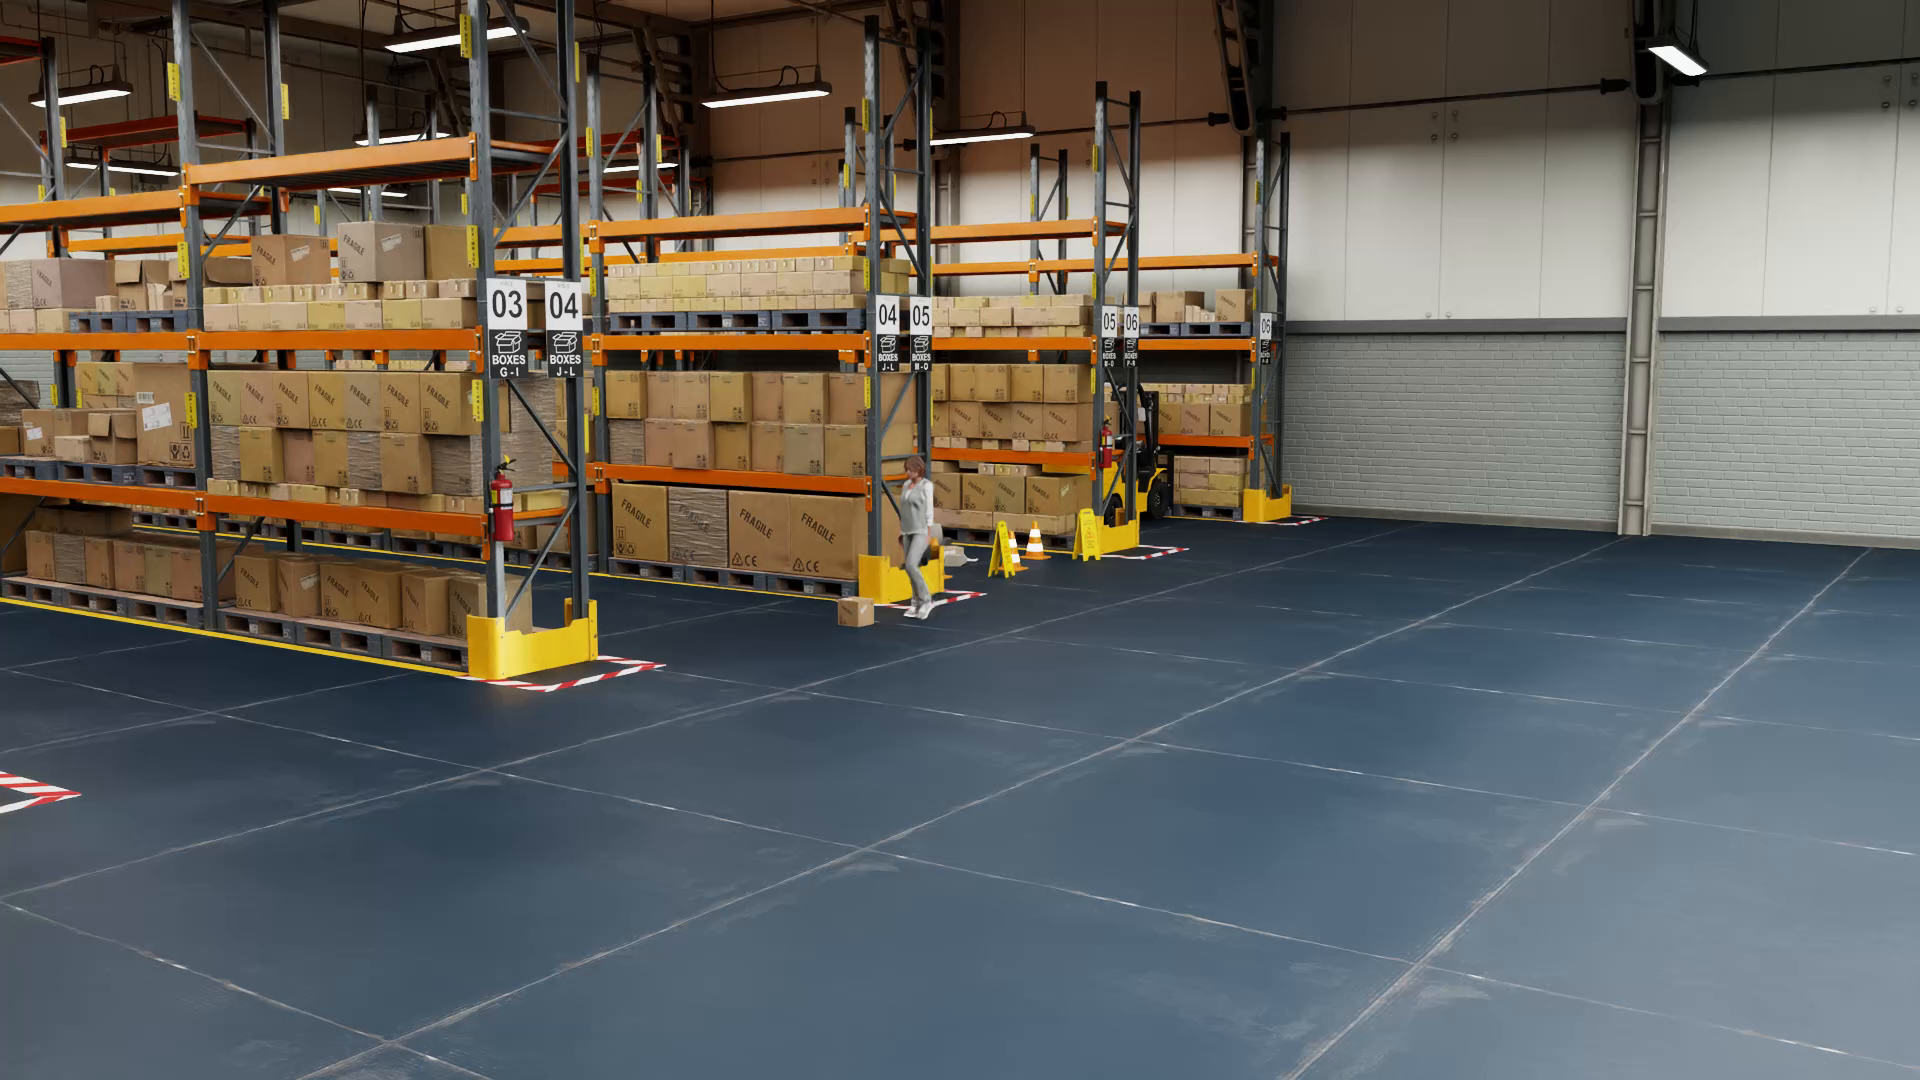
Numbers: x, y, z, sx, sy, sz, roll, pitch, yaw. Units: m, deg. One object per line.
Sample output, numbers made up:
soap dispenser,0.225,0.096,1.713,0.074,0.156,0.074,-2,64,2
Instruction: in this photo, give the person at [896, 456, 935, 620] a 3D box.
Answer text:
person,-0.458,-0.027,16.420,0.372,1.611,0.423,-5,9,-40
